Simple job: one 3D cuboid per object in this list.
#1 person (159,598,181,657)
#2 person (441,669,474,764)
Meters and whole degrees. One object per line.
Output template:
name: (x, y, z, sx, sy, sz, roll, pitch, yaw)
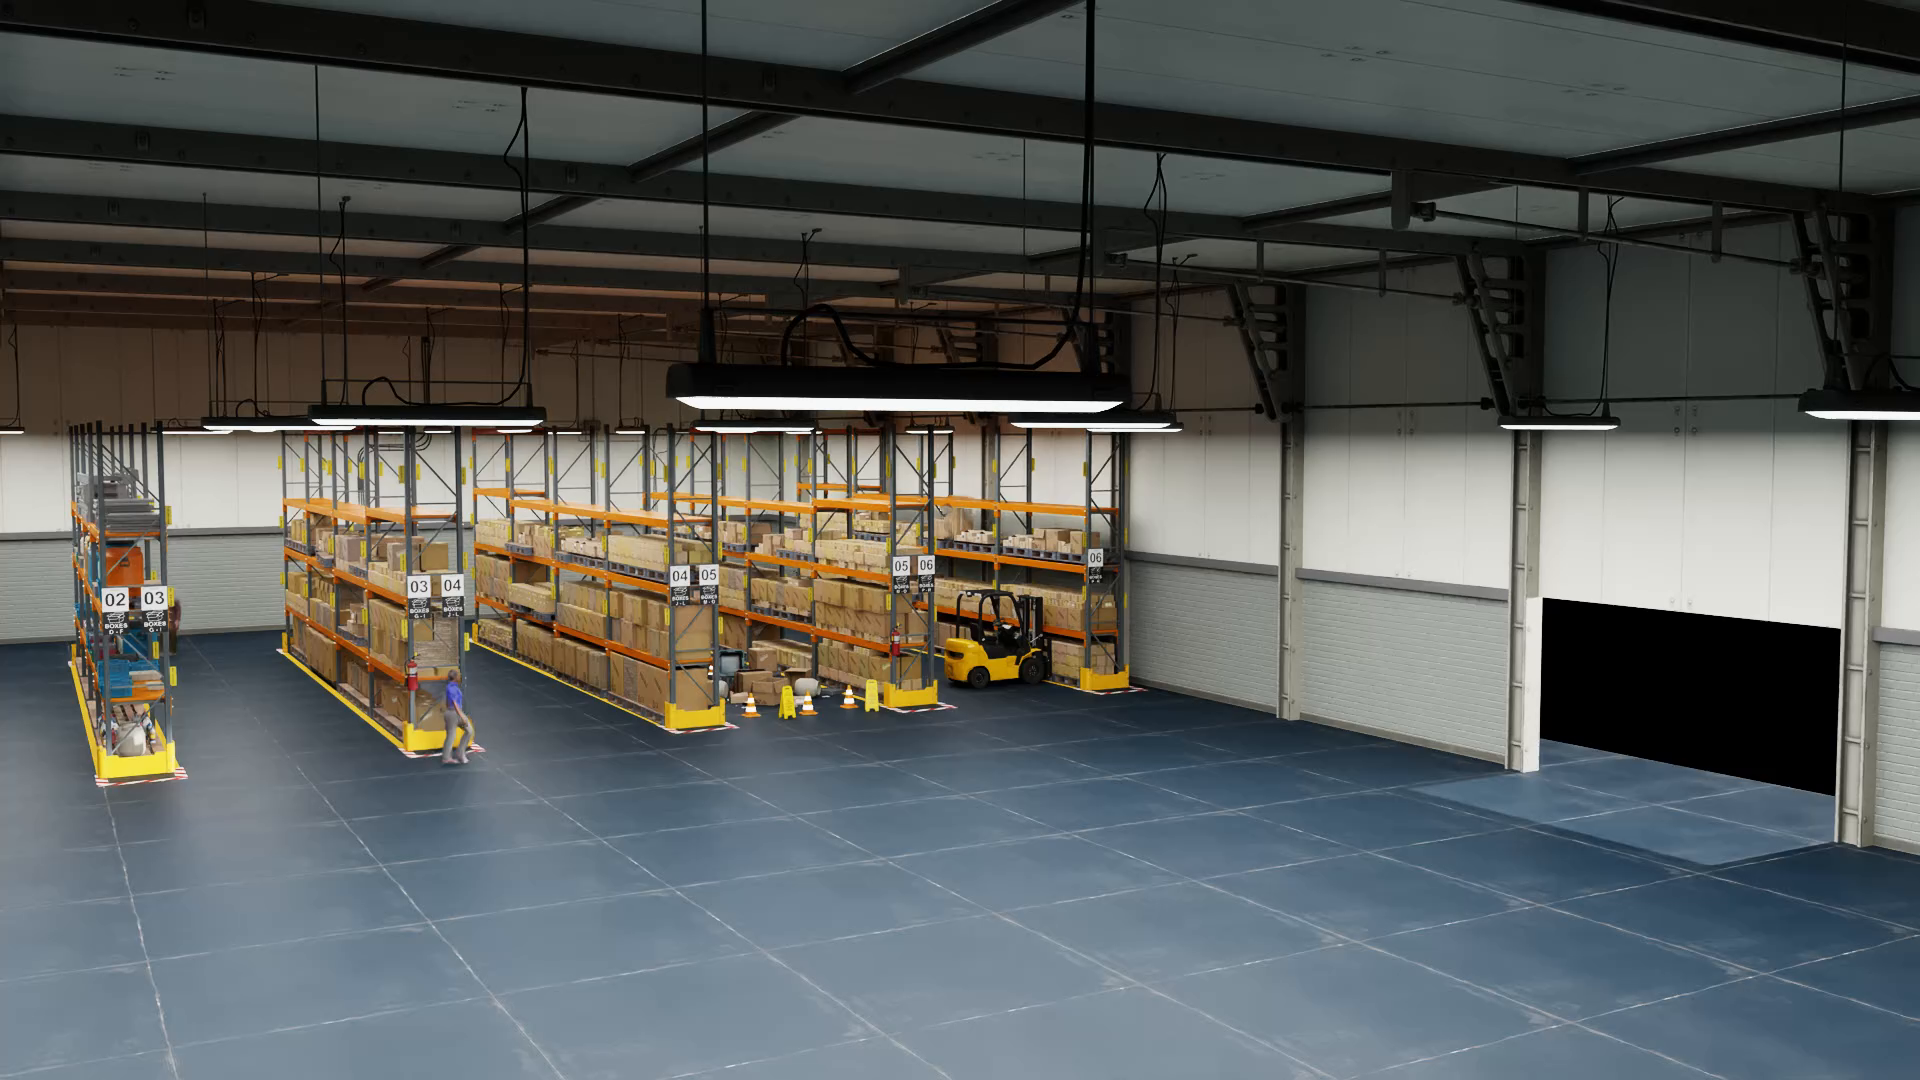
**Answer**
person: (-20.685, 2.156, 43.409, 0.637, 1.793, 0.478, -1, 4, -18)
person: (-8.808, 3.104, 29.037, 0.519, 1.674, 0.427, 1, 4, 11)
